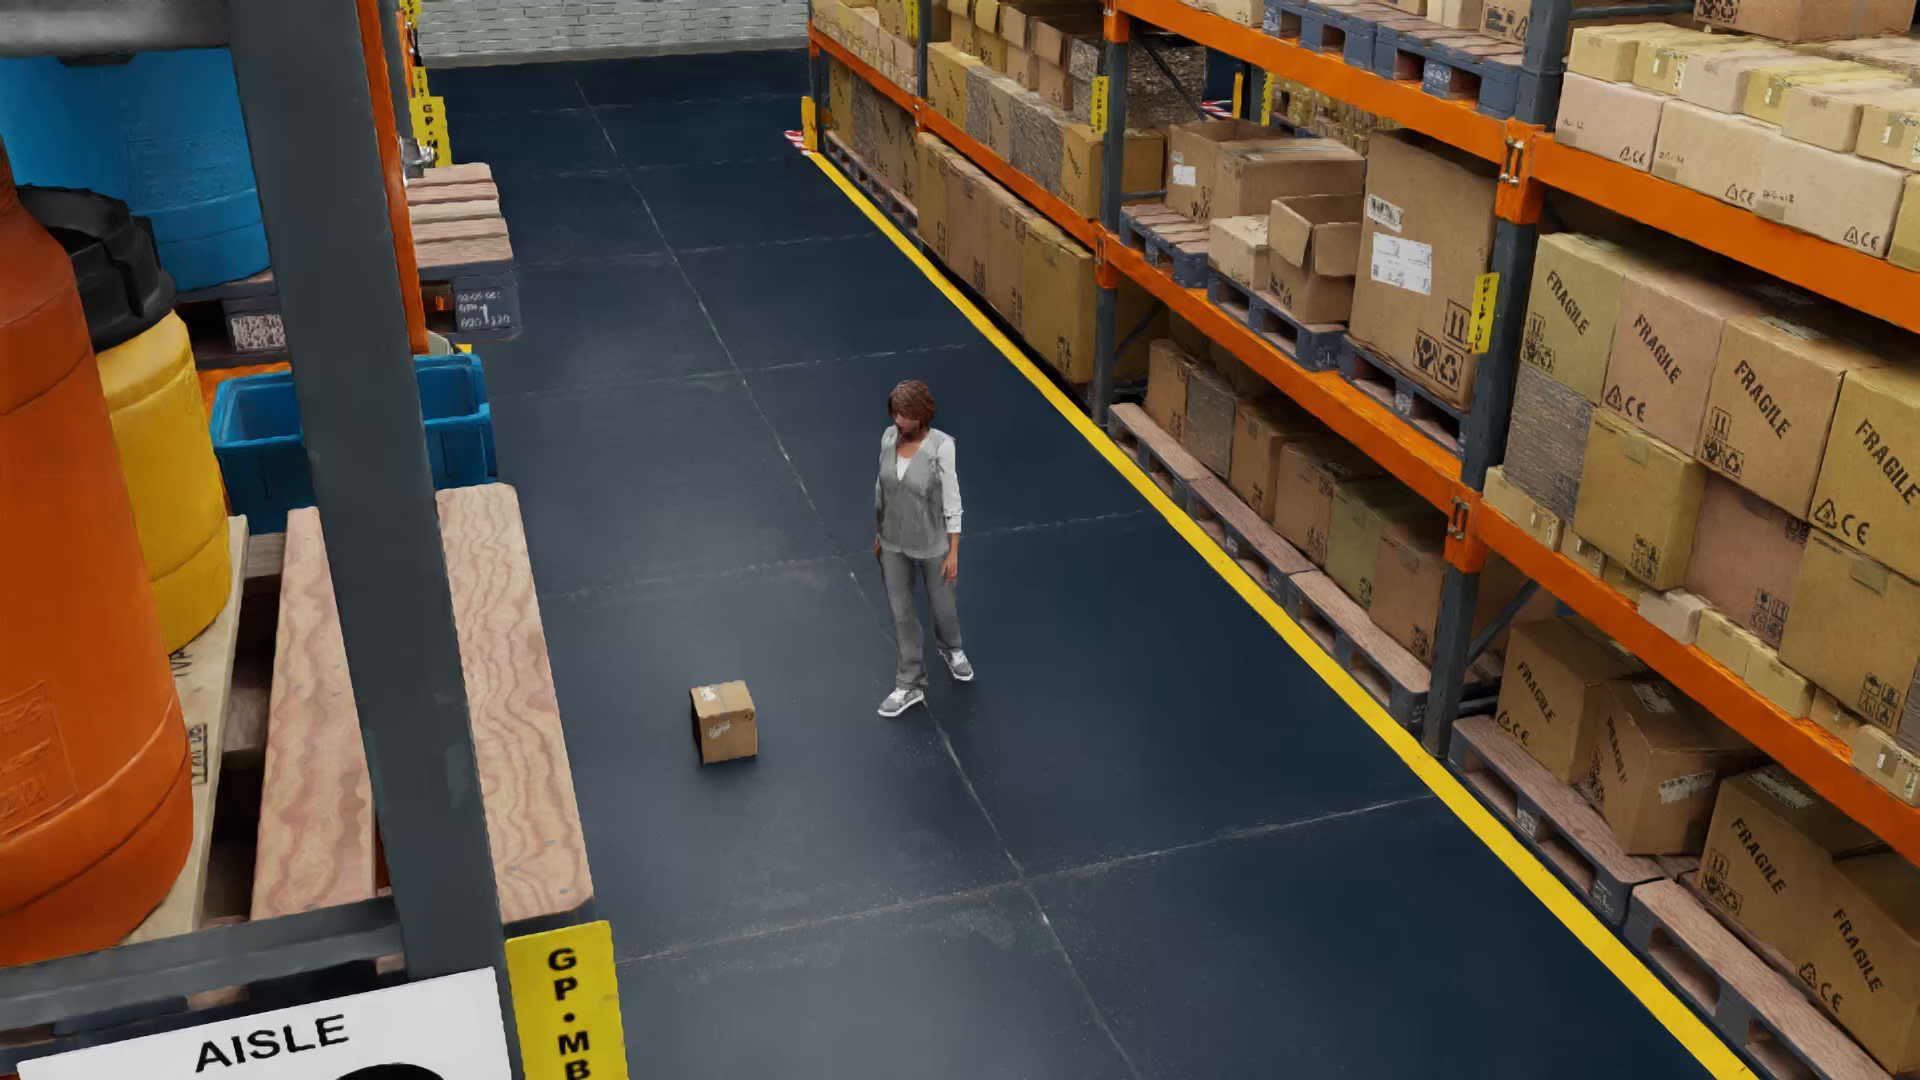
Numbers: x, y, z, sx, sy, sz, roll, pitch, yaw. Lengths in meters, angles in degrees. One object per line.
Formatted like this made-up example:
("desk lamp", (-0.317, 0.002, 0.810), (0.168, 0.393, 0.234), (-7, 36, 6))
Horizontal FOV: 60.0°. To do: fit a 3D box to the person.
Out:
("person", (-0.184, 0.013, 7.597), (0.463, 1.597, 0.576), (11, 29, 21))
